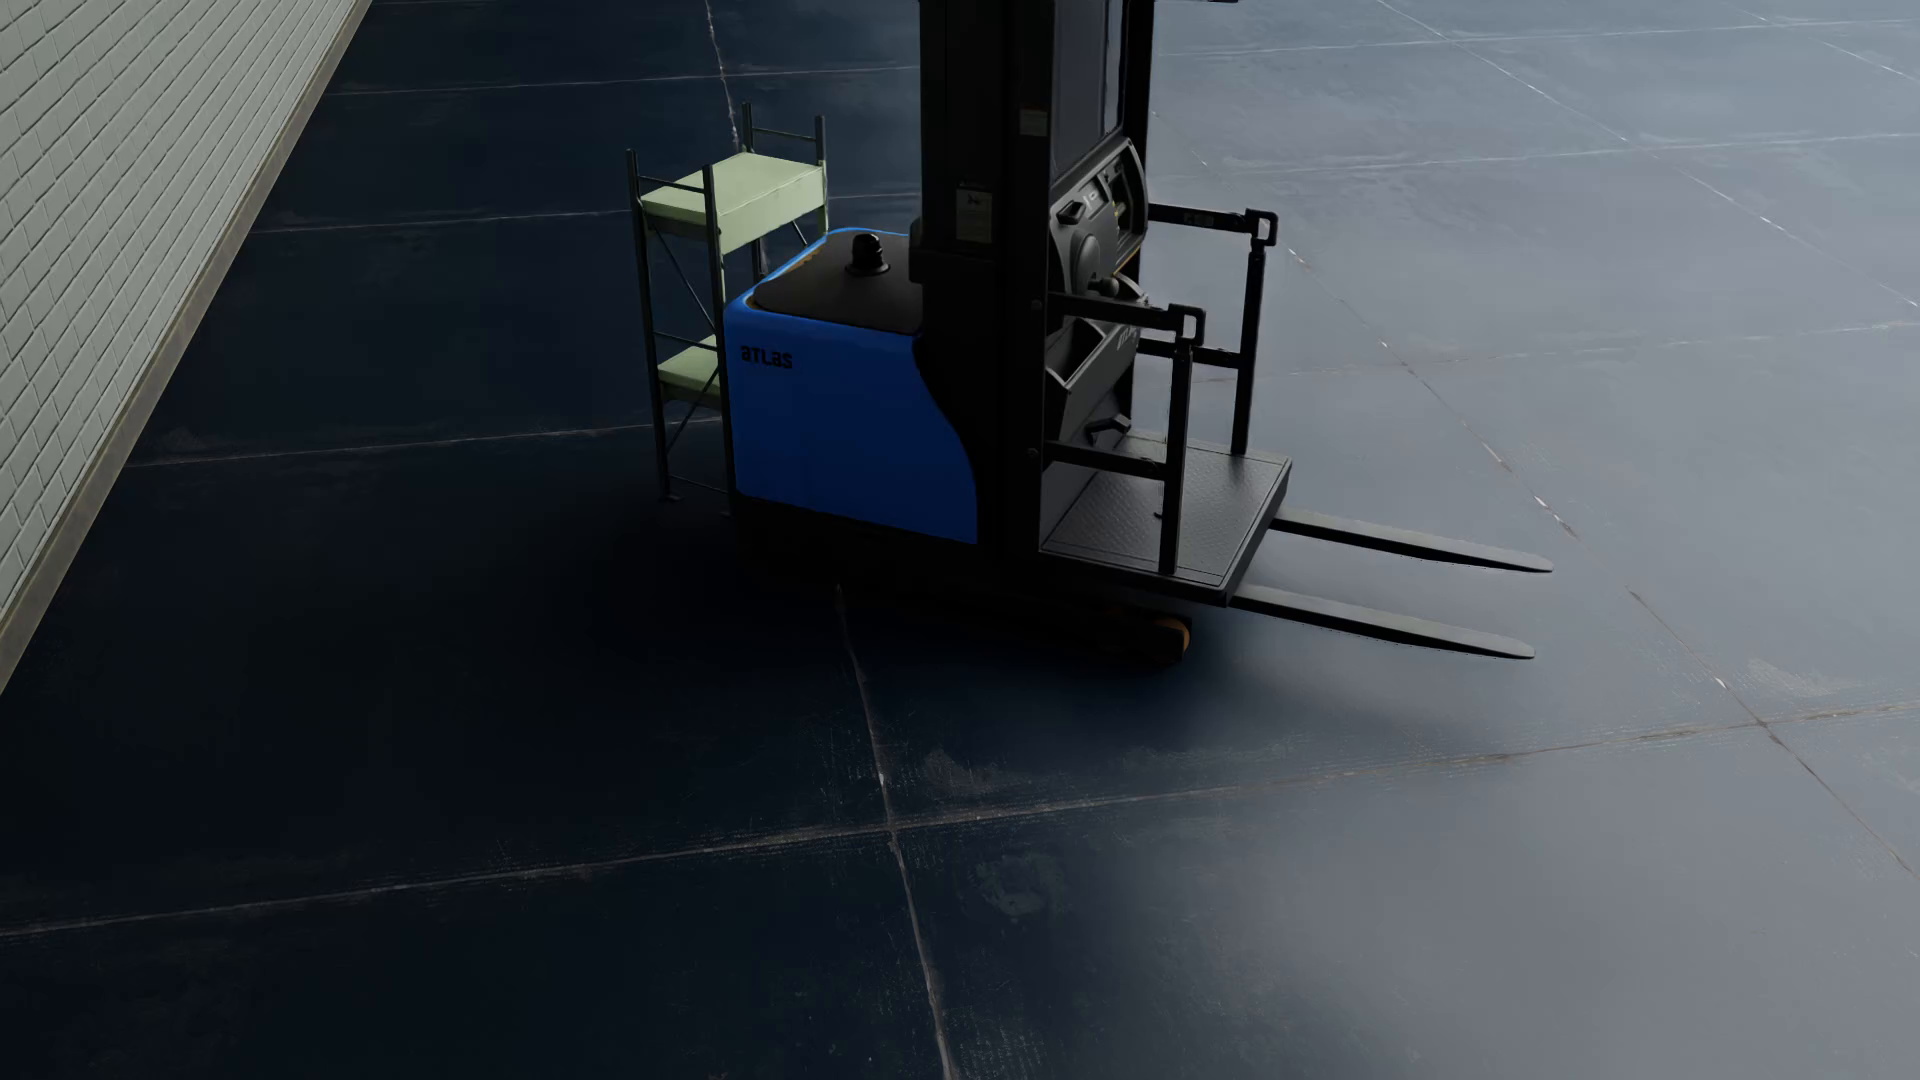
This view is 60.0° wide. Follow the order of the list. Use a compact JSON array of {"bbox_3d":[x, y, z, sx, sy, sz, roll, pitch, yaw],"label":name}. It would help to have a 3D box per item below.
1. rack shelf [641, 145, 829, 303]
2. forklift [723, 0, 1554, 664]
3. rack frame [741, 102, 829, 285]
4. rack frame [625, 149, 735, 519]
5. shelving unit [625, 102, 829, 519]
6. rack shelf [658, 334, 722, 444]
[{"bbox_3d":[-0.907,-1.282,6.681,0.431,0.370,0.720,16,34,26],"label":"rack shelf"},{"bbox_3d":[0.676,-1.125,5.772,3.031,2.935,1.130,12,33,20],"label":"forklift"},{"bbox_3d":[-0.723,-1.106,7.152,0.400,1.500,0.023,16,34,26],"label":"rack frame"},{"bbox_3d":[-1.092,-0.786,6.607,0.400,1.500,0.023,16,34,26],"label":"rack frame"},{"bbox_3d":[-0.907,-0.946,6.879,0.431,1.500,0.755,16,34,26],"label":"shelving unit"},{"bbox_3d":[-0.907,-0.665,7.044,0.431,0.370,0.720,16,34,26],"label":"rack shelf"}]
